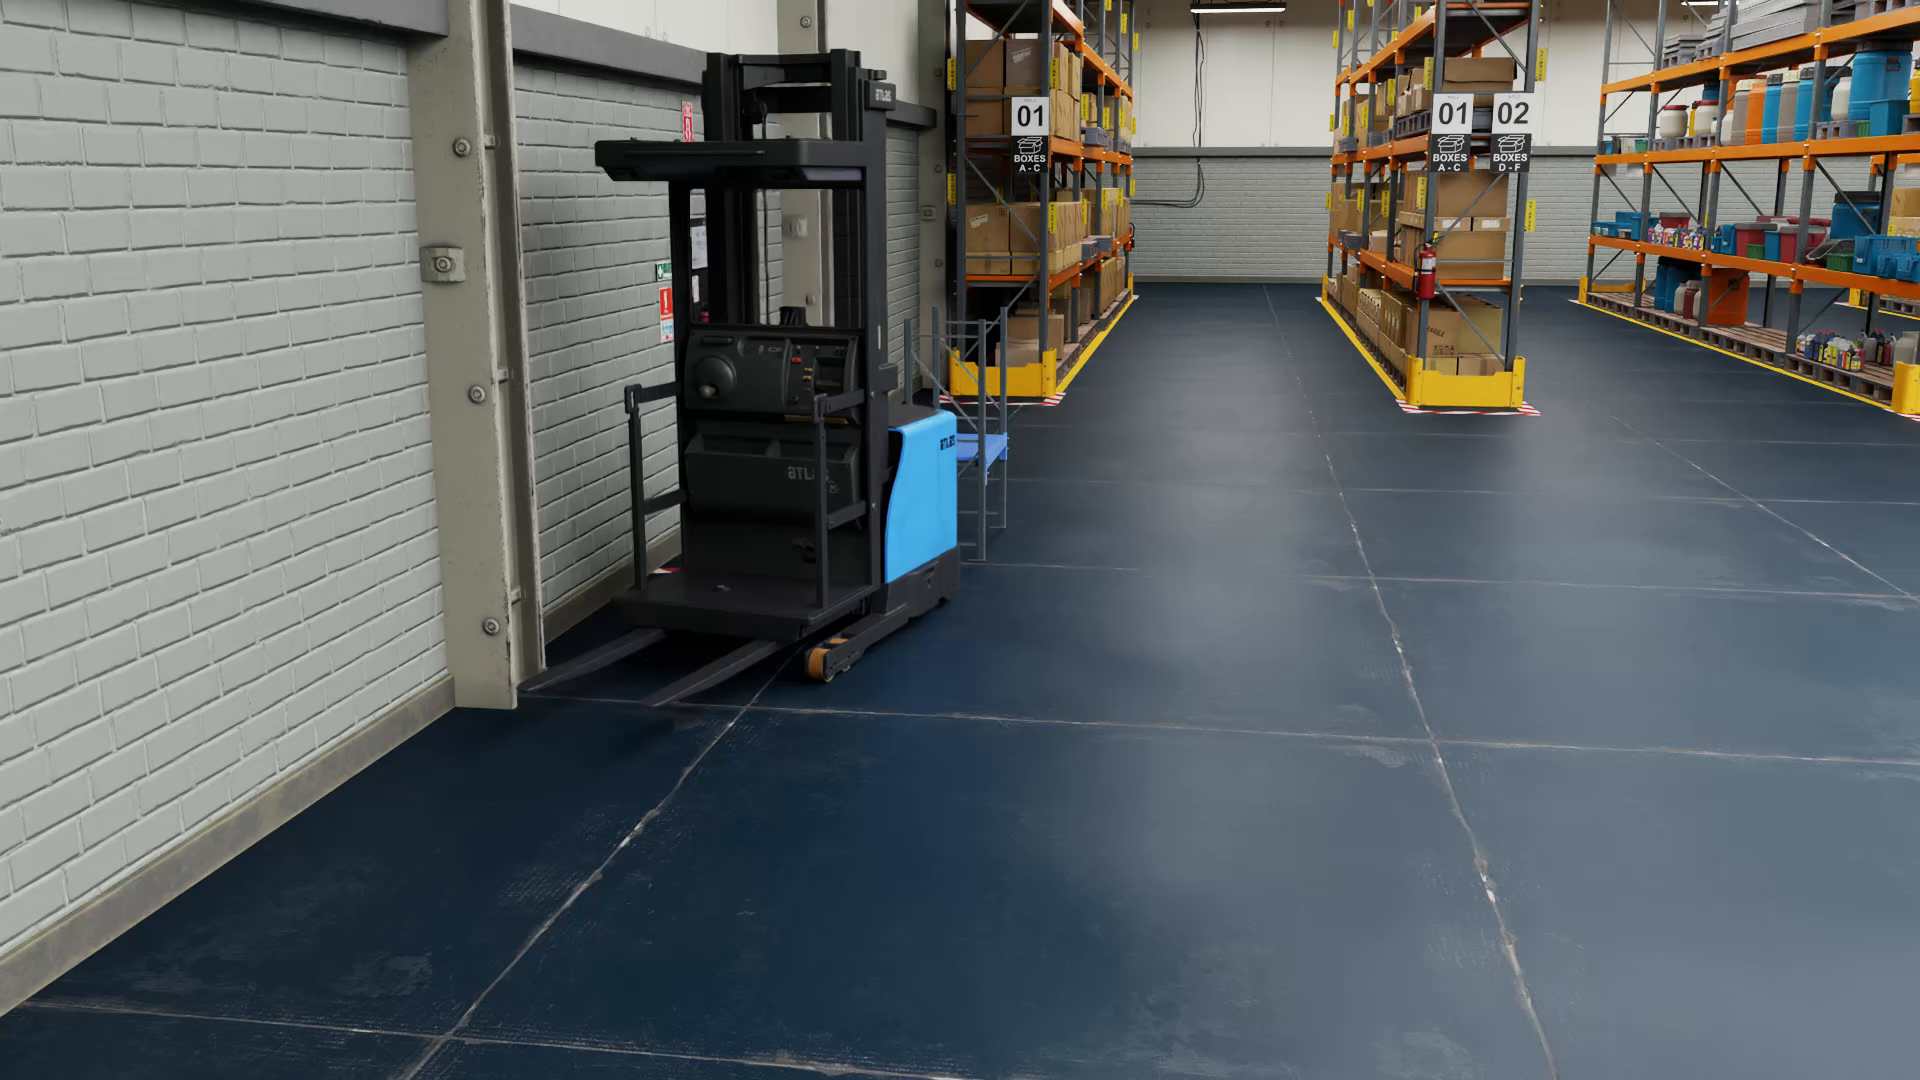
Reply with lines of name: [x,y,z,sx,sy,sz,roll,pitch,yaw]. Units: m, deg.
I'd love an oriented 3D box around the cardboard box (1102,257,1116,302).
cardboard box: [2.337,-4.589,29.275,0.750,0.750,0.750,2,12,9]

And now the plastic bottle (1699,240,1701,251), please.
plastic bottle: [11.159,-4.445,24.971,0.097,0.201,0.097,0,12,0]

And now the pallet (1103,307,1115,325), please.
pallet: [2.079,-3.794,28.095,1.003,0.211,1.213,2,12,9]

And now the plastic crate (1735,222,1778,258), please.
plastic crate: [10.931,-4.126,22.865,0.402,0.464,0.583,2,12,9]

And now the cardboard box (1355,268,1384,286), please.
cardboard box: [6.505,-4.156,26.267,0.500,0.250,0.500,2,12,11]

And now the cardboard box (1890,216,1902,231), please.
cardboard box: [17.112,-5.694,29.943,0.500,0.250,0.500,1,12,7]

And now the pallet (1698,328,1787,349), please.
pallet: [11.325,-2.898,23.938,1.003,0.211,1.213,2,12,9]

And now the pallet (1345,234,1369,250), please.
pallet: [6.623,-4.632,25.820,1.213,0.211,1.003,2,12,9]

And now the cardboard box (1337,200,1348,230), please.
cardboard box: [6.910,-5.578,28.520,0.700,0.500,0.500,-2,12,-10]

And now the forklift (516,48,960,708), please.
forklift: [-1.012,-0.857,8.013,1.130,2.935,3.031,5,13,21]

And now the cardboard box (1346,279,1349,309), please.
cardboard box: [6.733,-4.100,27.787,0.500,0.500,0.500,2,12,9]

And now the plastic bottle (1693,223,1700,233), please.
plastic bottle: [12.137,-5.032,27.340,0.144,0.351,0.185,2,12,9]

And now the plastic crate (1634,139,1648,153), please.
plastic crate: [11.922,-6.838,28.879,0.416,0.233,0.300,2,12,9]

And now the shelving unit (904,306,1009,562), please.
shelving unit: [-0.013,-0.715,10.753,0.538,1.500,1.048,2,12,9]

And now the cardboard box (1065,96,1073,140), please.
cardboard box: [1.106,-5.100,20.131,0.500,0.500,0.500,1,12,6]

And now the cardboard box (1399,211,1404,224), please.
cardboard box: [5.740,-4.066,20.962,0.380,0.149,0.250,2,12,9]

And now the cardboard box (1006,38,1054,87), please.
cardboard box: [0.762,-5.163,18.050,0.500,0.500,0.500,1,12,5]

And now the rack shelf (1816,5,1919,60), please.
rack shelf: [10.559,-5.557,18.077,1.077,0.370,4.000,2,12,9]

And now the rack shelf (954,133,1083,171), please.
rack shelf: [0.770,-4.607,19.840,1.077,0.370,4.000,2,12,9]

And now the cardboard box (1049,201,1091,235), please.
cardboard box: [1.630,-4.908,25.364,0.700,0.500,0.500,0,12,2]

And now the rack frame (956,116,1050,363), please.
rack frame: [0.463,-3.076,18.149,1.000,3.000,0.127,2,12,9]

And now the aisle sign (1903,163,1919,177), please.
aisle sign: [17.914,-7.202,31.120,0.394,0.787,0.004,2,12,9]

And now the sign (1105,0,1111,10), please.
sign: [2.231,-8.154,25.065,0.100,0.325,0.005,2,12,9]

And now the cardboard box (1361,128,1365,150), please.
cardboard box: [6.700,-6.295,25.727,0.910,0.500,0.500,2,12,9]

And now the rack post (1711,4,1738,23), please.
rack post: [11.505,-7.771,24.468,0.624,0.289,0.986,2,12,9]

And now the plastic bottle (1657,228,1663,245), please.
plastic bottle: [11.548,-5.007,27.413,0.097,0.271,0.097,0,12,0]

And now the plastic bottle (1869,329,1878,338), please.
plastic bottle: [11.053,-2.365,20.090,0.144,0.351,0.185,2,12,7]

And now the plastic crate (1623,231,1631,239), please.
plastic crate: [12.004,-5.390,29.395,0.437,0.125,0.590,2,12,9]

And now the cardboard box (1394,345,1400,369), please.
cardboard box: [5.289,-2.108,19.183,0.500,0.250,0.500,2,12,9]

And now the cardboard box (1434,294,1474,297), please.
cardboard box: [6.029,-2.770,20.476,0.500,0.500,0.500,2,12,9]

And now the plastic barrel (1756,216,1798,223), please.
plastic barrel: [11.710,-4.381,23.879,0.600,0.536,0.708,2,12,9]

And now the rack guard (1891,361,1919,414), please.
rack guard: [10.217,-1.551,17.003,1.175,0.500,0.348,2,12,9]

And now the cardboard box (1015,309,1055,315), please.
cardboard box: [0.958,-2.685,21.221,0.500,0.500,0.500,1,12,4]

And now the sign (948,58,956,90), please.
sign: [-0.083,-4.998,17.842,0.100,0.325,0.005,2,12,9]

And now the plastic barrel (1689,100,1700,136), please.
plastic barrel: [12.157,-6.821,26.958,0.600,0.588,0.600,0,12,0]

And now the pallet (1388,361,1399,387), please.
pallet: [5.624,-1.967,19.621,1.003,0.211,1.213,2,12,9]

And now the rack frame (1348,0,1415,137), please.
rack frame: [7.203,-8.347,28.367,1.000,3.000,0.127,2,12,9]

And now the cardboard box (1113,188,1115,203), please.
cardboard box: [2.401,-5.933,28.635,0.500,0.250,0.500,2,12,10]

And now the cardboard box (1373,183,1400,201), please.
cardboard box: [7.554,-6.041,29.296,0.500,0.500,0.500,2,12,10]

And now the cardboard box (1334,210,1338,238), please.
cardboard box: [7.257,-5.897,30.997,0.500,0.500,0.500,2,12,9]

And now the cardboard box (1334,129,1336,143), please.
cardboard box: [7.482,-7.786,32.052,0.500,0.250,0.500,2,12,9]

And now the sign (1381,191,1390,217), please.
sign: [5.435,-4.292,21.230,0.100,0.325,0.005,2,12,9]

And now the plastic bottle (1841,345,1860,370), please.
plastic bottle: [10.167,-2.087,18.979,0.152,0.276,0.135,2,12,9]

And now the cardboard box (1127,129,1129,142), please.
cardboard box: [2.994,-7.785,31.998,0.500,0.250,0.500,1,12,7]

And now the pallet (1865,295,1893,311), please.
pallet: [17.561,-4.393,30.879,1.003,0.211,1.213,2,12,9]

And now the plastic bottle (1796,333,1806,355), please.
plastic bottle: [10.385,-2.417,20.522,0.097,0.271,0.097,0,12,0]

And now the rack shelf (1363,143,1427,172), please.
rack shelf: [6.281,-5.280,22.963,1.077,0.370,4.000,2,12,9]

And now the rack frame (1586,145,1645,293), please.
rack frame: [12.712,-6.086,32.114,1.000,3.000,0.127,2,12,9]

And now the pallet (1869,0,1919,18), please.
pallet: [10.582,-5.806,17.971,1.003,0.211,1.213,2,12,9]

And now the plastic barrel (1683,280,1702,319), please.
plastic barrel: [11.714,-3.785,26.162,0.600,0.588,0.708,2,12,9]

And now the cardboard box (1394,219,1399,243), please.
cardboard box: [6.265,-4.172,22.993,0.500,0.500,0.500,2,12,9]

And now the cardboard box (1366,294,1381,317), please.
cardboard box: [5.986,-3.295,23.362,0.500,0.311,0.500,2,12,8]

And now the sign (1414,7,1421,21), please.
sign: [7.753,-8.865,28.174,0.100,0.325,0.005,2,12,9]

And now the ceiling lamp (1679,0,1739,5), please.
ceiling lamp: [15.614,-12.349,33.081,2.000,3.185,0.800,2,12,9]
